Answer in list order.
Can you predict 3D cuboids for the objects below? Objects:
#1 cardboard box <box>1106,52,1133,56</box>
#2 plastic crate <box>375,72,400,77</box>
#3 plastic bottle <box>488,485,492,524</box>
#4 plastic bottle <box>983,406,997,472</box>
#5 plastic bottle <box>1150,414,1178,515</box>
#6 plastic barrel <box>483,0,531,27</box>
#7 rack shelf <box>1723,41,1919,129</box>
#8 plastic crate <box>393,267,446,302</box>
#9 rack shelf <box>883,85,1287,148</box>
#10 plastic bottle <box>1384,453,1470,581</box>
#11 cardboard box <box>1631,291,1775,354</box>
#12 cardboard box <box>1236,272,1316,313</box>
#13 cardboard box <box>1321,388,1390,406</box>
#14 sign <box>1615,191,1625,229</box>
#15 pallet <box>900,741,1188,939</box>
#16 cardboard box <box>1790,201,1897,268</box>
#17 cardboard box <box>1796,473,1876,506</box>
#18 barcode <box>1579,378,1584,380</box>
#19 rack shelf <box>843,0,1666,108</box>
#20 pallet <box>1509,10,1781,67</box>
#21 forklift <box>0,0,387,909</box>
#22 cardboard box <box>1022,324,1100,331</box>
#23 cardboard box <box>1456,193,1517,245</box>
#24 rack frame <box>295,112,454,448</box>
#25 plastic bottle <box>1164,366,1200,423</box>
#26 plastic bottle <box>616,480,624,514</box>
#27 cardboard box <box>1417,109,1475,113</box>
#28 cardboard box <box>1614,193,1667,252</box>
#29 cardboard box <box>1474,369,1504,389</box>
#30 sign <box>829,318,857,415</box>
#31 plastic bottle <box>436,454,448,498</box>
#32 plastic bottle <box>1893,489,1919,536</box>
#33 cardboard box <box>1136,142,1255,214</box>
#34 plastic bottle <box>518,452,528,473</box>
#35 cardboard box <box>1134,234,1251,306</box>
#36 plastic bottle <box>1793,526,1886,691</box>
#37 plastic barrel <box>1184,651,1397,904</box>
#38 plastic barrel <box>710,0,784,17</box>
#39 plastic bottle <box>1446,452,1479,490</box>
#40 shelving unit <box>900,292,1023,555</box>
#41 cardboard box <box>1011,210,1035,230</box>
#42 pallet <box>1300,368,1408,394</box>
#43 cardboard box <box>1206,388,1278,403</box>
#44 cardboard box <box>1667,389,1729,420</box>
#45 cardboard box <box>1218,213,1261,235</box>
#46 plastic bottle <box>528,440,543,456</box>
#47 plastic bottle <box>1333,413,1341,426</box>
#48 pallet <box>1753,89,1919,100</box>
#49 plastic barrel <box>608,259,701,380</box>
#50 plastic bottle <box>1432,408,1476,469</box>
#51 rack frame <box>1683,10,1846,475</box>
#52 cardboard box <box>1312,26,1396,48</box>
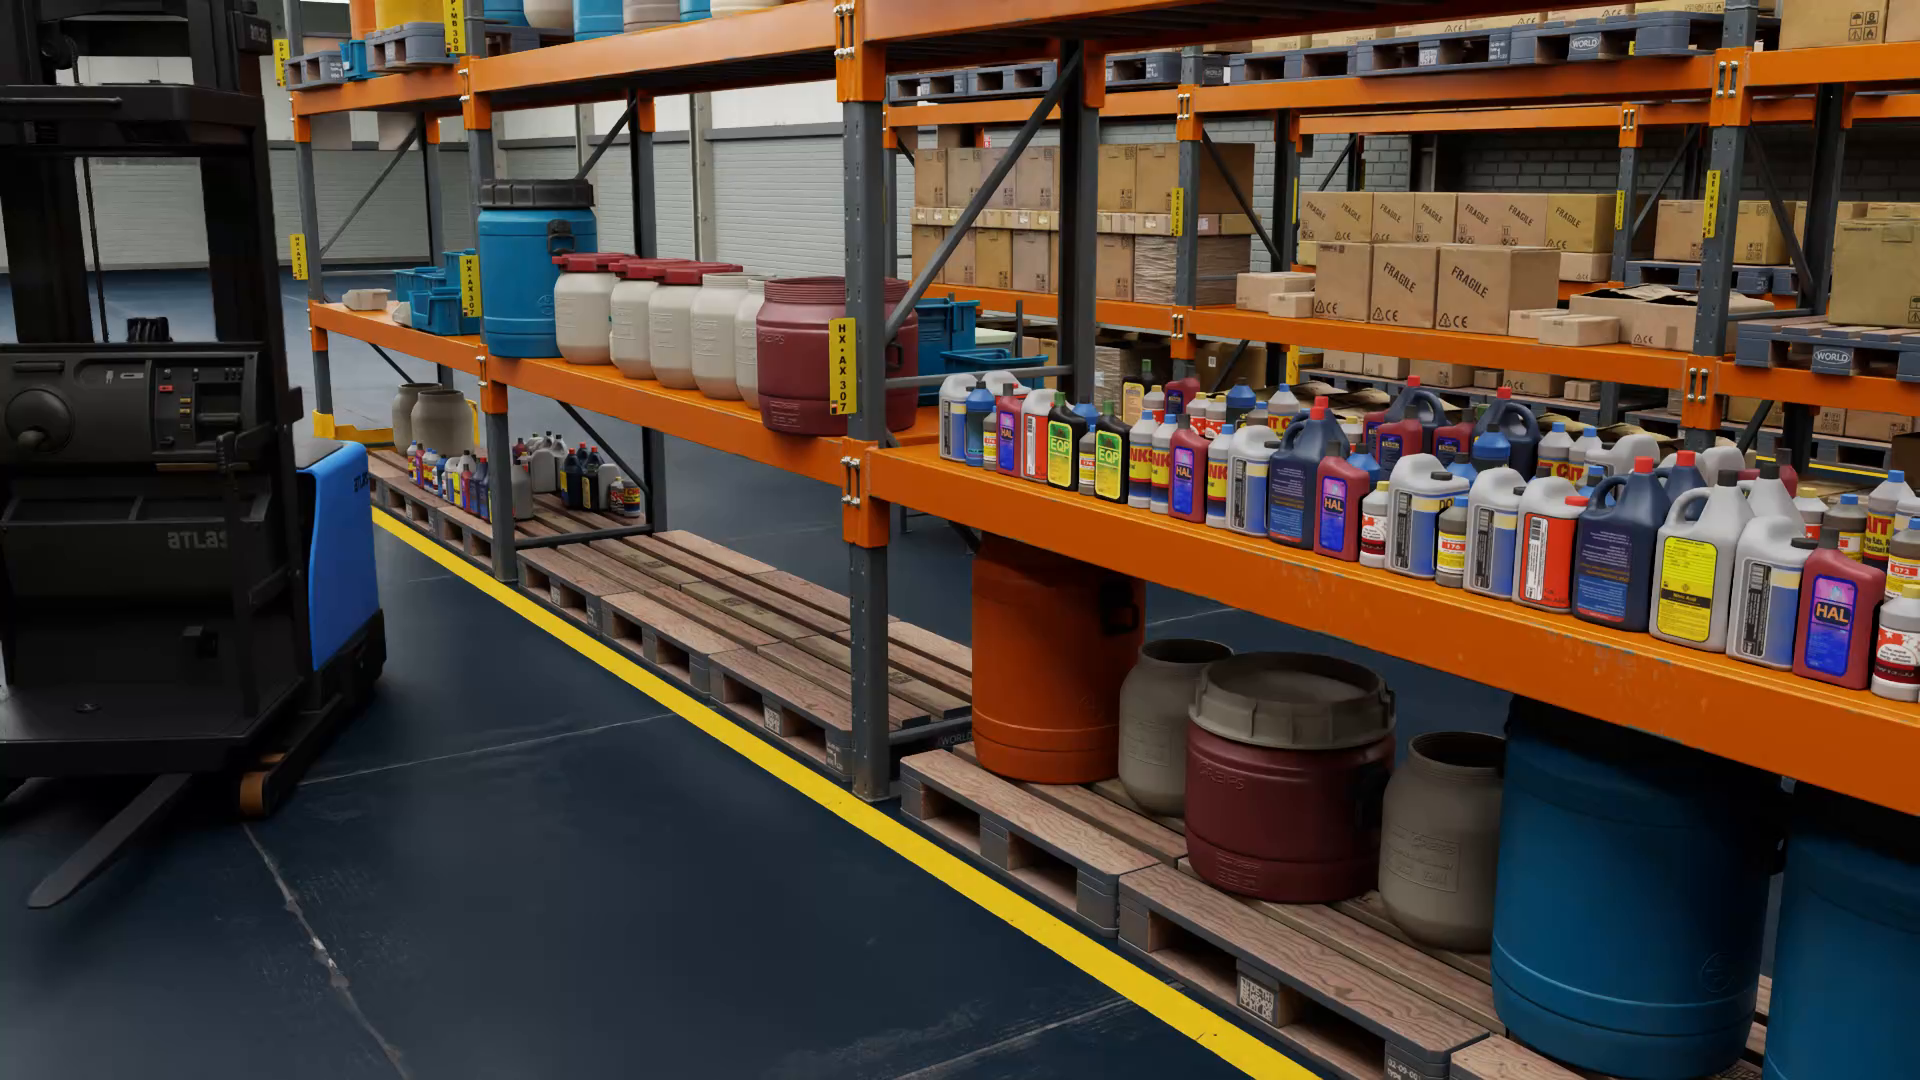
[{"bbox_3d":[1.069,-3.674,12.396,0.380,0.149,0.250,-8,15,-33],"label":"cardboard box"},{"bbox_3d":[-3.387,-2.864,10.033,0.243,0.136,0.396,-8,15,-33],"label":"plastic crate"},{"bbox_3d":[-2.702,-0.224,9.694,0.061,0.283,0.133,-7,14,-30],"label":"plastic bottle"},{"bbox_3d":[0.121,-0.325,5.291,0.097,0.201,0.097,0,12,0],"label":"plastic bottle"},{"bbox_3d":[0.579,-0.212,4.612,0.097,0.271,0.097,0,12,0],"label":"plastic bottle"},{"bbox_3d":[-2.623,-3.395,9.687,0.600,0.901,0.708,-8,15,-33],"label":"plastic barrel"},{"bbox_3d":[5.289,-1.922,6.793,1.077,0.370,4.000,-8,15,-33],"label":"rack shelf"},{"bbox_3d":[-3.851,-1.875,12.262,0.499,0.251,0.616,-8,15,-33],"label":"plastic crate"},{"bbox_3d":[0.857,-3.345,13.299,1.077,0.370,4.000,-8,15,-33],"label":"rack shelf"},{"bbox_3d":[1.099,-0.058,3.897,0.152,0.276,0.135,-8,15,-33],"label":"plastic bottle"},{"bbox_3d":[4.016,-1.190,8.992,0.500,0.311,0.500,-7,14,-29],"label":"cardboard box"},{"bbox_3d":[2.274,-1.720,11.556,0.500,0.250,0.500,-7,14,-29],"label":"cardboard box"},{"bbox_3d":[2.721,-0.881,11.512,0.500,0.311,0.500,-8,14,-31],"label":"cardboard box"},{"bbox_3d":[5.639,-2.820,14.208,0.100,0.325,0.005,-8,15,-33],"label":"sign"},{"bbox_3d":[0.527,0.919,5.665,1.003,0.211,1.213,-8,15,-33],"label":"pallet"},{"bbox_3d":[7.035,-2.418,13.134,0.700,0.500,0.500,-6,14,-25],"label":"cardboard box"},{"bbox_3d":[4.195,-0.043,8.359,0.500,0.500,0.500,-7,14,-30],"label":"cardboard box"},{"bbox_3d":[5.865,-1.506,15.704,0.001,0.075,0.075,-8,15,-33],"label":"barcode"},{"bbox_3d":[1.163,-1.337,4.115,1.077,0.370,4.000,-8,15,-33],"label":"rack shelf"},{"bbox_3d":[3.730,-2.647,8.867,1.213,0.211,1.003,-7,14,-30],"label":"pallet"},{"bbox_3d":[-3.004,-0.507,5.821,1.130,2.935,3.031,-1,12,-5],"label":"forklift"},{"bbox_3d":[0.860,-1.579,14.258,0.500,0.500,0.500,-8,15,-33],"label":"cardboard box"},{"bbox_3d":[5.016,-2.992,15.570,0.500,0.500,0.500,-9,15,-34],"label":"cardboard box"},{"bbox_3d":[-4.377,-2.001,12.492,1.000,3.000,0.127,-8,15,-33],"label":"rack frame"},{"bbox_3d":[0.762,-0.459,5.712,0.061,0.283,0.133,-8,15,-33],"label":"plastic bottle"},{"bbox_3d":[-2.029,-0.264,10.069,0.097,0.201,0.097,0,12,0],"label":"plastic bottle"},{"bbox_3d":[4.721,-4.324,15.813,0.500,0.500,0.500,-7,14,-29],"label":"cardboard box"},{"bbox_3d":[6.000,-2.874,15.030,0.500,0.500,0.500,-9,15,-34],"label":"cardboard box"},{"bbox_3d":[5.217,-1.571,16.170,0.380,0.149,0.250,-10,16,-37],"label":"cardboard box"},{"bbox_3d":[-0.399,-0.592,5.665,0.100,0.325,0.005,-8,15,-33],"label":"sign"},{"bbox_3d":[-3.274,-0.409,10.568,0.097,0.271,0.097,0,12,0],"label":"plastic bottle"},{"bbox_3d":[2.129,0.001,3.626,0.152,0.276,0.135,-8,15,-33],"label":"plastic bottle"},{"bbox_3d":[1.714,-2.636,12.125,0.700,0.500,0.500,-8,15,-32],"label":"cardboard box"},{"bbox_3d":[-2.894,-0.484,11.072,0.097,0.201,0.097,0,12,0],"label":"plastic bottle"},{"bbox_3d":[1.714,-2.002,12.263,0.700,0.500,0.500,-9,15,-34],"label":"cardboard box"},{"bbox_3d":[1.618,0.122,3.054,0.061,0.283,0.133,-8,15,-33],"label":"plastic bottle"},{"bbox_3d":[0.966,0.680,4.891,0.600,0.588,0.708,-8,15,-33],"label":"plastic barrel"},{"bbox_3d":[-0.844,-2.175,6.588,0.301,0.262,0.301,0,12,0],"label":"plastic barrel"},{"bbox_3d":[1.193,-0.074,3.980,0.097,0.271,0.097,0,12,0],"label":"plastic bottle"},{"bbox_3d":[-0.004,-0.734,10.207,0.431,1.500,0.755,-8,15,-33],"label":"shelving unit"},{"bbox_3d":[0.638,-2.584,13.403,0.380,0.149,0.250,-8,15,-32],"label":"cardboard box"},{"bbox_3d":[4.333,-1.649,17.410,1.003,0.211,1.213,-8,15,-33],"label":"pallet"},{"bbox_3d":[1.986,-0.908,11.635,0.500,0.311,0.500,-8,15,-33],"label":"cardboard box"},{"bbox_3d":[6.508,-1.327,14.231,0.700,0.500,0.500,-8,14,-31],"label":"cardboard box"},{"bbox_3d":[1.977,-2.312,12.160,0.380,0.149,0.250,-8,15,-33],"label":"cardboard box"},{"bbox_3d":[-2.801,-0.538,11.147,0.152,0.276,0.135,-9,15,-34],"label":"plastic bottle"},{"bbox_3d":[1.135,-0.292,5.142,0.097,0.201,0.097,0,12,0],"label":"plastic bottle"},{"bbox_3d":[6.917,-3.530,12.899,1.213,0.211,1.003,-8,15,-33],"label":"pallet"},{"bbox_3d":[-1.407,-1.030,7.731,0.433,0.535,0.433,0,12,0],"label":"plastic barrel"},{"bbox_3d":[1.393,-0.233,4.679,0.061,0.283,0.133,-8,15,-33],"label":"plastic bottle"},{"bbox_3d":[4.181,-1.164,8.663,1.000,3.000,0.127,-8,15,-33],"label":"rack frame"},{"bbox_3d":[2.605,-3.265,10.616,0.500,0.250,0.500,-10,16,-38],"label":"cardboard box"}]
